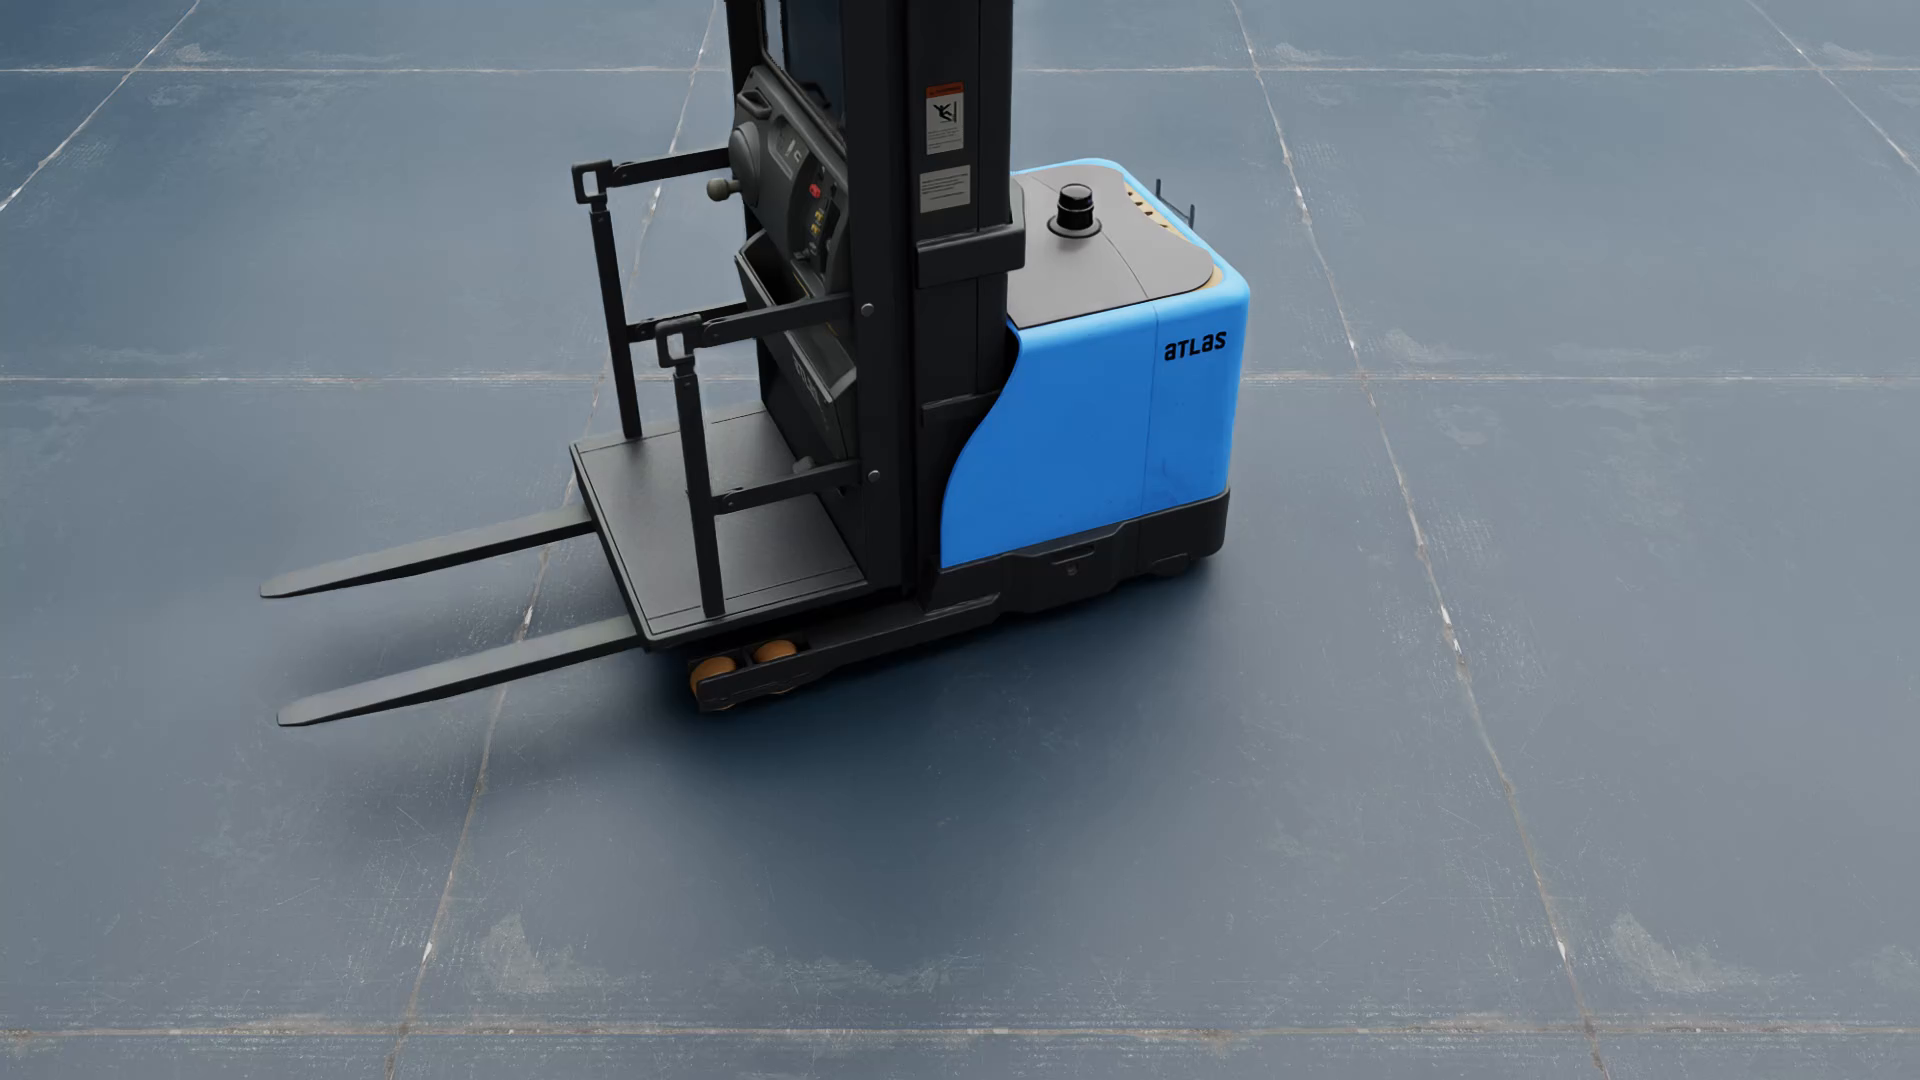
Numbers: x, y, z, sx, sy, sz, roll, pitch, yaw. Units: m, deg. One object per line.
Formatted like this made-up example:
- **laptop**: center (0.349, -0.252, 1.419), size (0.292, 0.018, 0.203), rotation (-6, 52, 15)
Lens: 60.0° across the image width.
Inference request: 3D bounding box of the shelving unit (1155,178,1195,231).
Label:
- **shelving unit**: center (0.668, -0.841, 6.080), size (0.210, 0.900, 0.258), rotation (-18, 42, -21)

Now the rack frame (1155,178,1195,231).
- **rack frame**: center (0.758, -0.870, 6.116), size (0.006, 0.900, 0.240), rotation (-18, 42, -21)

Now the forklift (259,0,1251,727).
- **forklift**: center (-0.671, -0.997, 4.651), size (3.031, 2.935, 1.130), rotation (-15, 41, -17)
